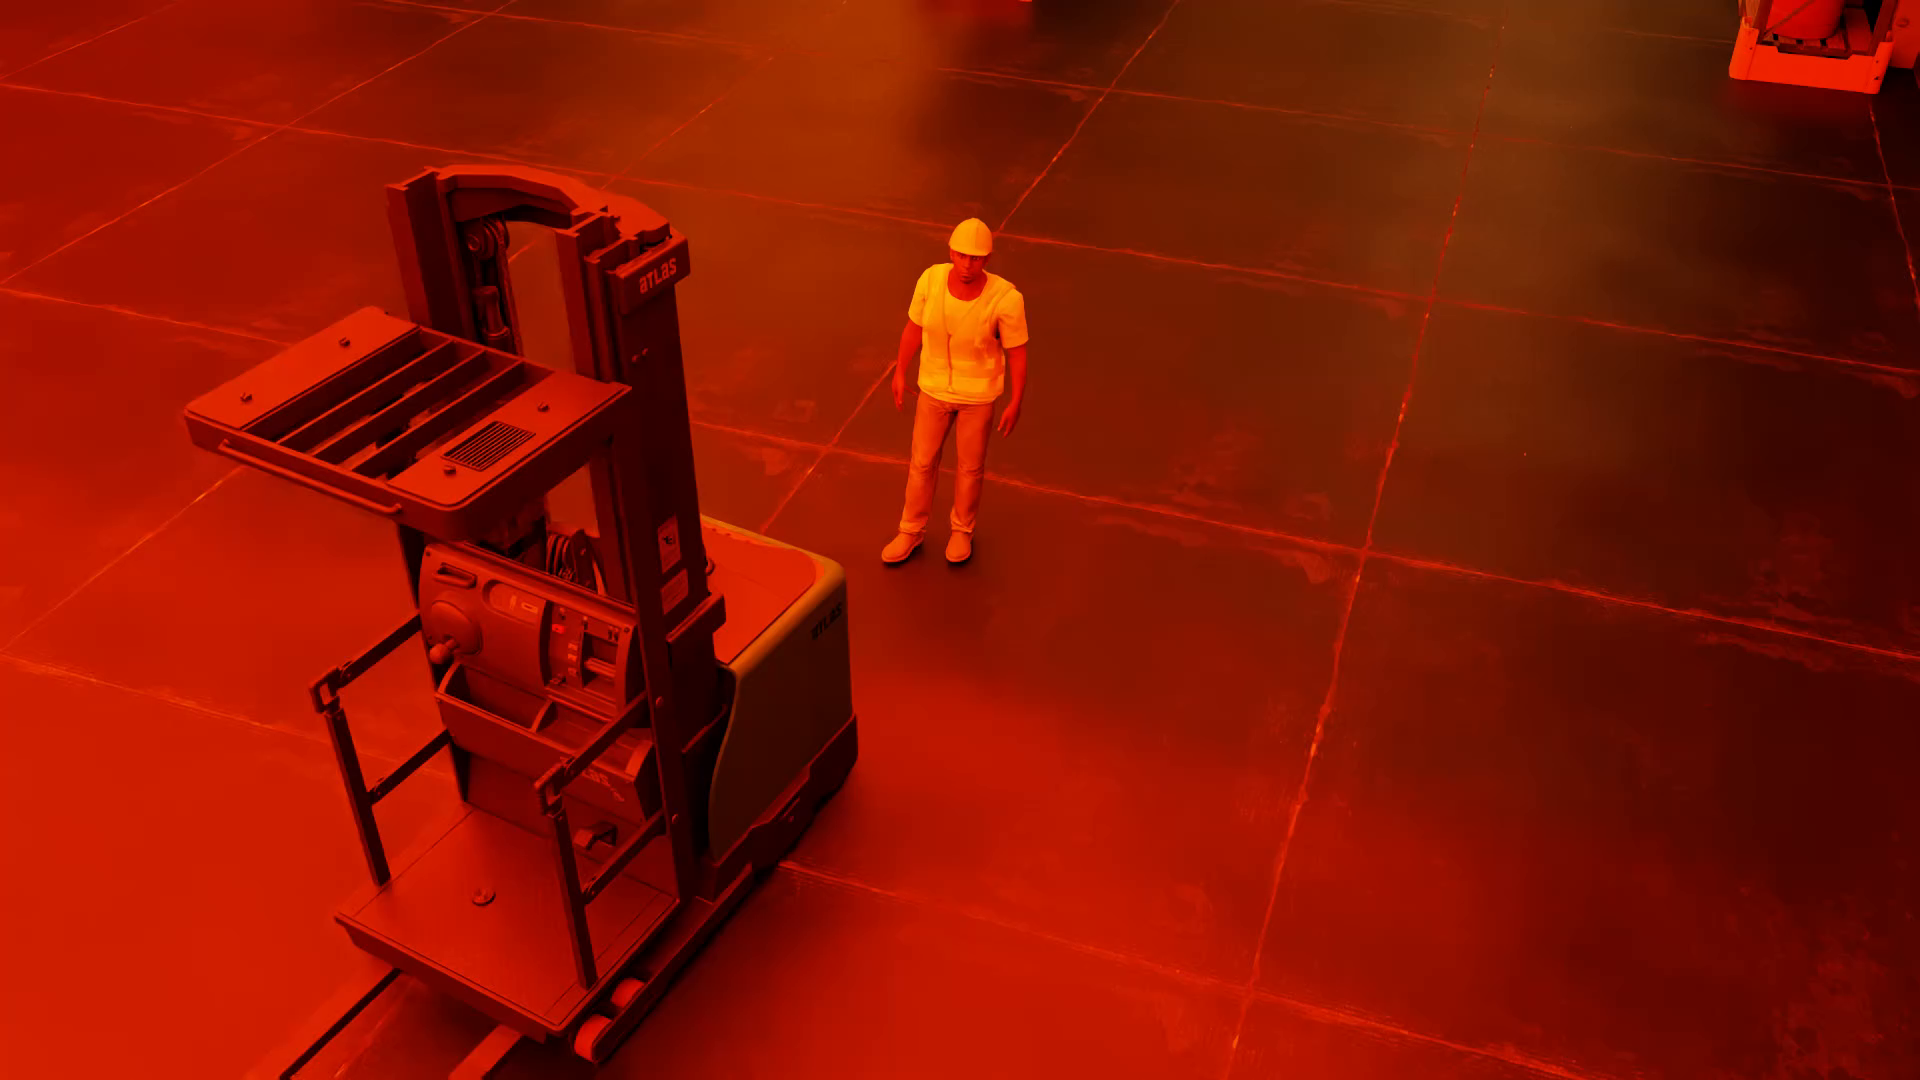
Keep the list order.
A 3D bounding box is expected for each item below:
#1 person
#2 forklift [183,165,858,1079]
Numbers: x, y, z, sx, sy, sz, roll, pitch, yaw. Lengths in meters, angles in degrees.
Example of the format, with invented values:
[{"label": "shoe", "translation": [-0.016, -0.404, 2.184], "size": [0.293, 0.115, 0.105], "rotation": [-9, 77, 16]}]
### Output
[{"label": "person", "translation": [-0.029, -0.689, 8.078], "size": [0.665, 1.768, 0.575], "rotation": [12, 37, 16]}, {"label": "forklift", "translation": [-1.602, 0.379, 5.576], "size": [1.130, 2.935, 3.031], "rotation": [18, 39, 24]}]
